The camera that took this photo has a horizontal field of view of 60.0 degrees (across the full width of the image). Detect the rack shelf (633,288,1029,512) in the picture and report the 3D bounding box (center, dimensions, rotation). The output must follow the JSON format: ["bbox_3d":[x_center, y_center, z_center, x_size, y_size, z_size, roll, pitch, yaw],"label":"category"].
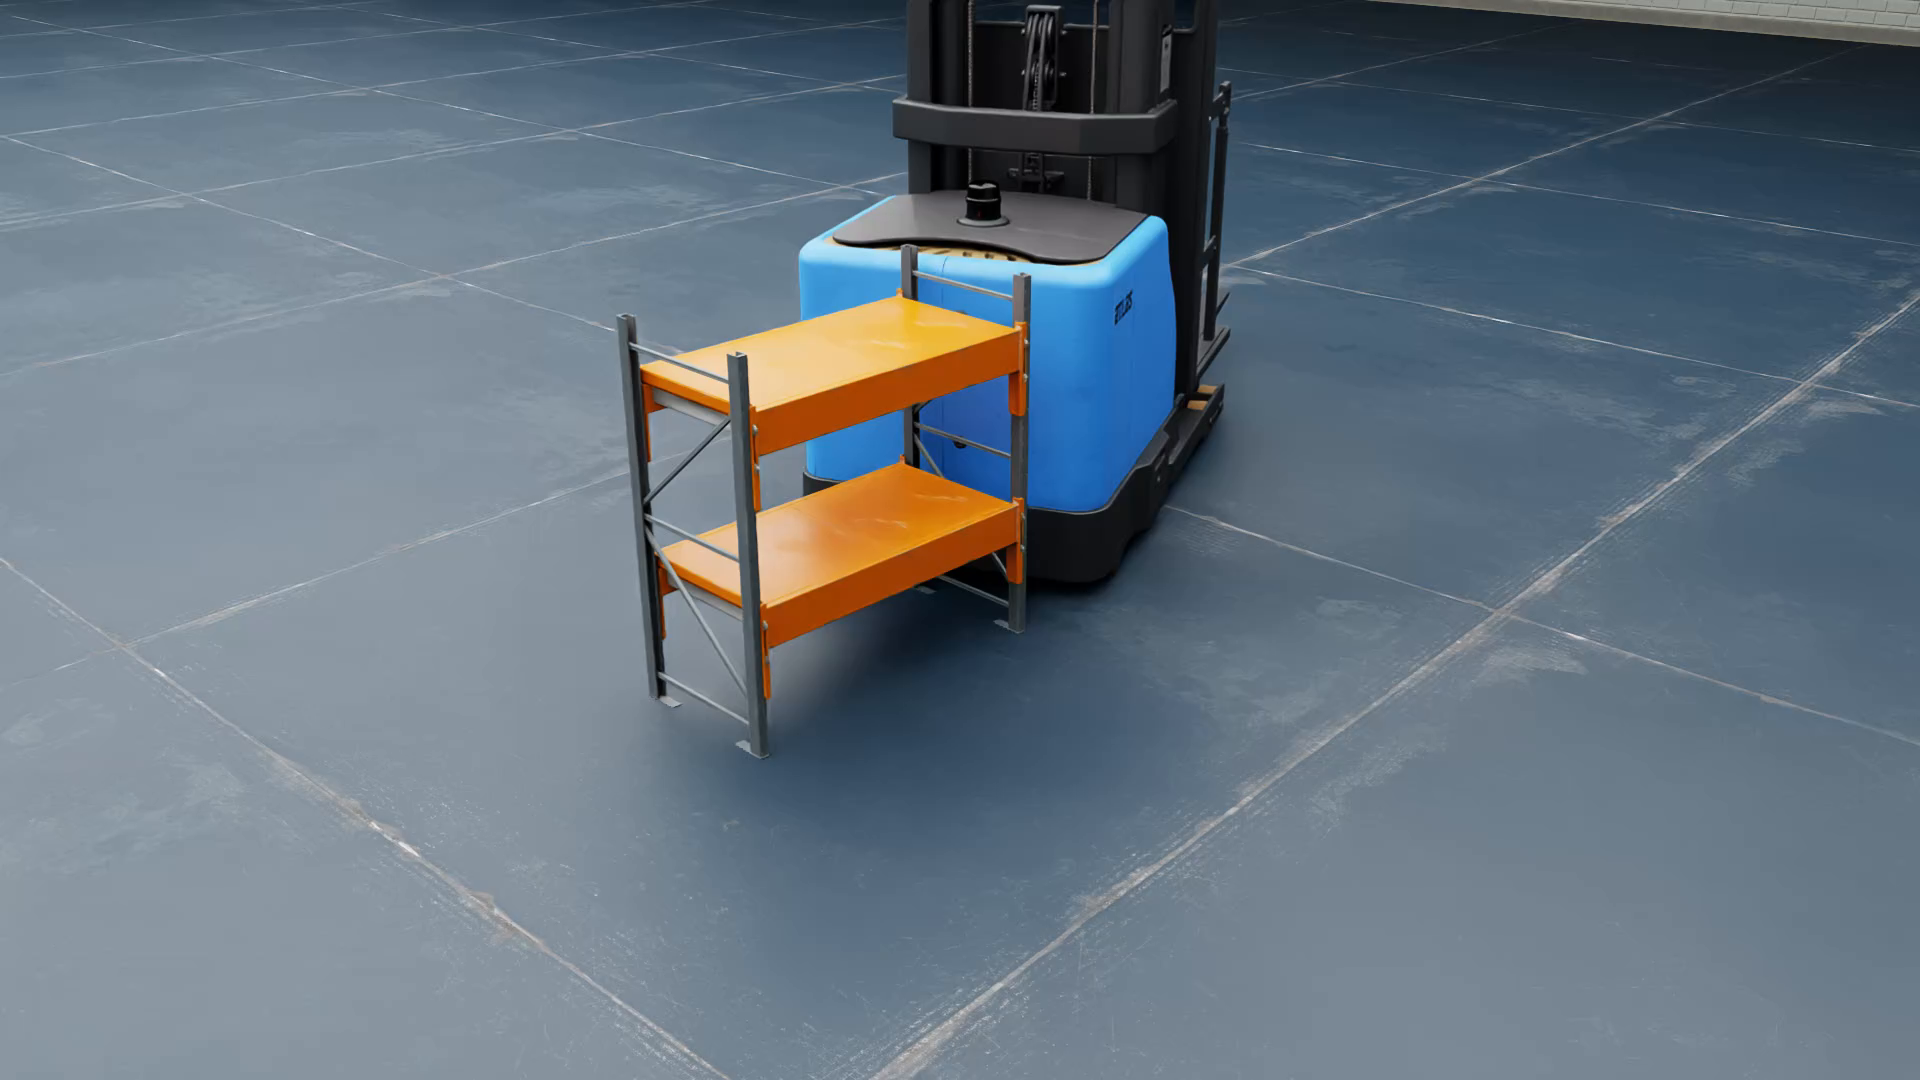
[{"bbox_3d":[-0.344,-0.416,4.586,0.538,0.278,1.000,22,32,40],"label":"rack shelf"}]

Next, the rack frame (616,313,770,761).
[{"bbox_3d":[-0.699,0.000,4.375,0.500,1.125,0.032,22,32,40],"label":"rack frame"}]

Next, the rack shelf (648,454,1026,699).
[{"bbox_3d":[-0.344,0.075,4.806,0.538,0.278,1.000,22,32,40],"label":"rack shelf"}]

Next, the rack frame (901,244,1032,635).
[{"bbox_3d":[0.012,-0.297,5.038,0.500,1.125,0.032,22,32,40],"label":"rack frame"}]

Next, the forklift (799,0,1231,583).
[{"bbox_3d":[0.444,-1.778,6.133,1.130,2.935,3.031,8,25,18],"label":"forklift"}]

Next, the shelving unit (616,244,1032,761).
[{"bbox_3d":[-0.344,-0.148,4.706,0.538,1.125,1.048,22,32,40],"label":"shelving unit"}]
